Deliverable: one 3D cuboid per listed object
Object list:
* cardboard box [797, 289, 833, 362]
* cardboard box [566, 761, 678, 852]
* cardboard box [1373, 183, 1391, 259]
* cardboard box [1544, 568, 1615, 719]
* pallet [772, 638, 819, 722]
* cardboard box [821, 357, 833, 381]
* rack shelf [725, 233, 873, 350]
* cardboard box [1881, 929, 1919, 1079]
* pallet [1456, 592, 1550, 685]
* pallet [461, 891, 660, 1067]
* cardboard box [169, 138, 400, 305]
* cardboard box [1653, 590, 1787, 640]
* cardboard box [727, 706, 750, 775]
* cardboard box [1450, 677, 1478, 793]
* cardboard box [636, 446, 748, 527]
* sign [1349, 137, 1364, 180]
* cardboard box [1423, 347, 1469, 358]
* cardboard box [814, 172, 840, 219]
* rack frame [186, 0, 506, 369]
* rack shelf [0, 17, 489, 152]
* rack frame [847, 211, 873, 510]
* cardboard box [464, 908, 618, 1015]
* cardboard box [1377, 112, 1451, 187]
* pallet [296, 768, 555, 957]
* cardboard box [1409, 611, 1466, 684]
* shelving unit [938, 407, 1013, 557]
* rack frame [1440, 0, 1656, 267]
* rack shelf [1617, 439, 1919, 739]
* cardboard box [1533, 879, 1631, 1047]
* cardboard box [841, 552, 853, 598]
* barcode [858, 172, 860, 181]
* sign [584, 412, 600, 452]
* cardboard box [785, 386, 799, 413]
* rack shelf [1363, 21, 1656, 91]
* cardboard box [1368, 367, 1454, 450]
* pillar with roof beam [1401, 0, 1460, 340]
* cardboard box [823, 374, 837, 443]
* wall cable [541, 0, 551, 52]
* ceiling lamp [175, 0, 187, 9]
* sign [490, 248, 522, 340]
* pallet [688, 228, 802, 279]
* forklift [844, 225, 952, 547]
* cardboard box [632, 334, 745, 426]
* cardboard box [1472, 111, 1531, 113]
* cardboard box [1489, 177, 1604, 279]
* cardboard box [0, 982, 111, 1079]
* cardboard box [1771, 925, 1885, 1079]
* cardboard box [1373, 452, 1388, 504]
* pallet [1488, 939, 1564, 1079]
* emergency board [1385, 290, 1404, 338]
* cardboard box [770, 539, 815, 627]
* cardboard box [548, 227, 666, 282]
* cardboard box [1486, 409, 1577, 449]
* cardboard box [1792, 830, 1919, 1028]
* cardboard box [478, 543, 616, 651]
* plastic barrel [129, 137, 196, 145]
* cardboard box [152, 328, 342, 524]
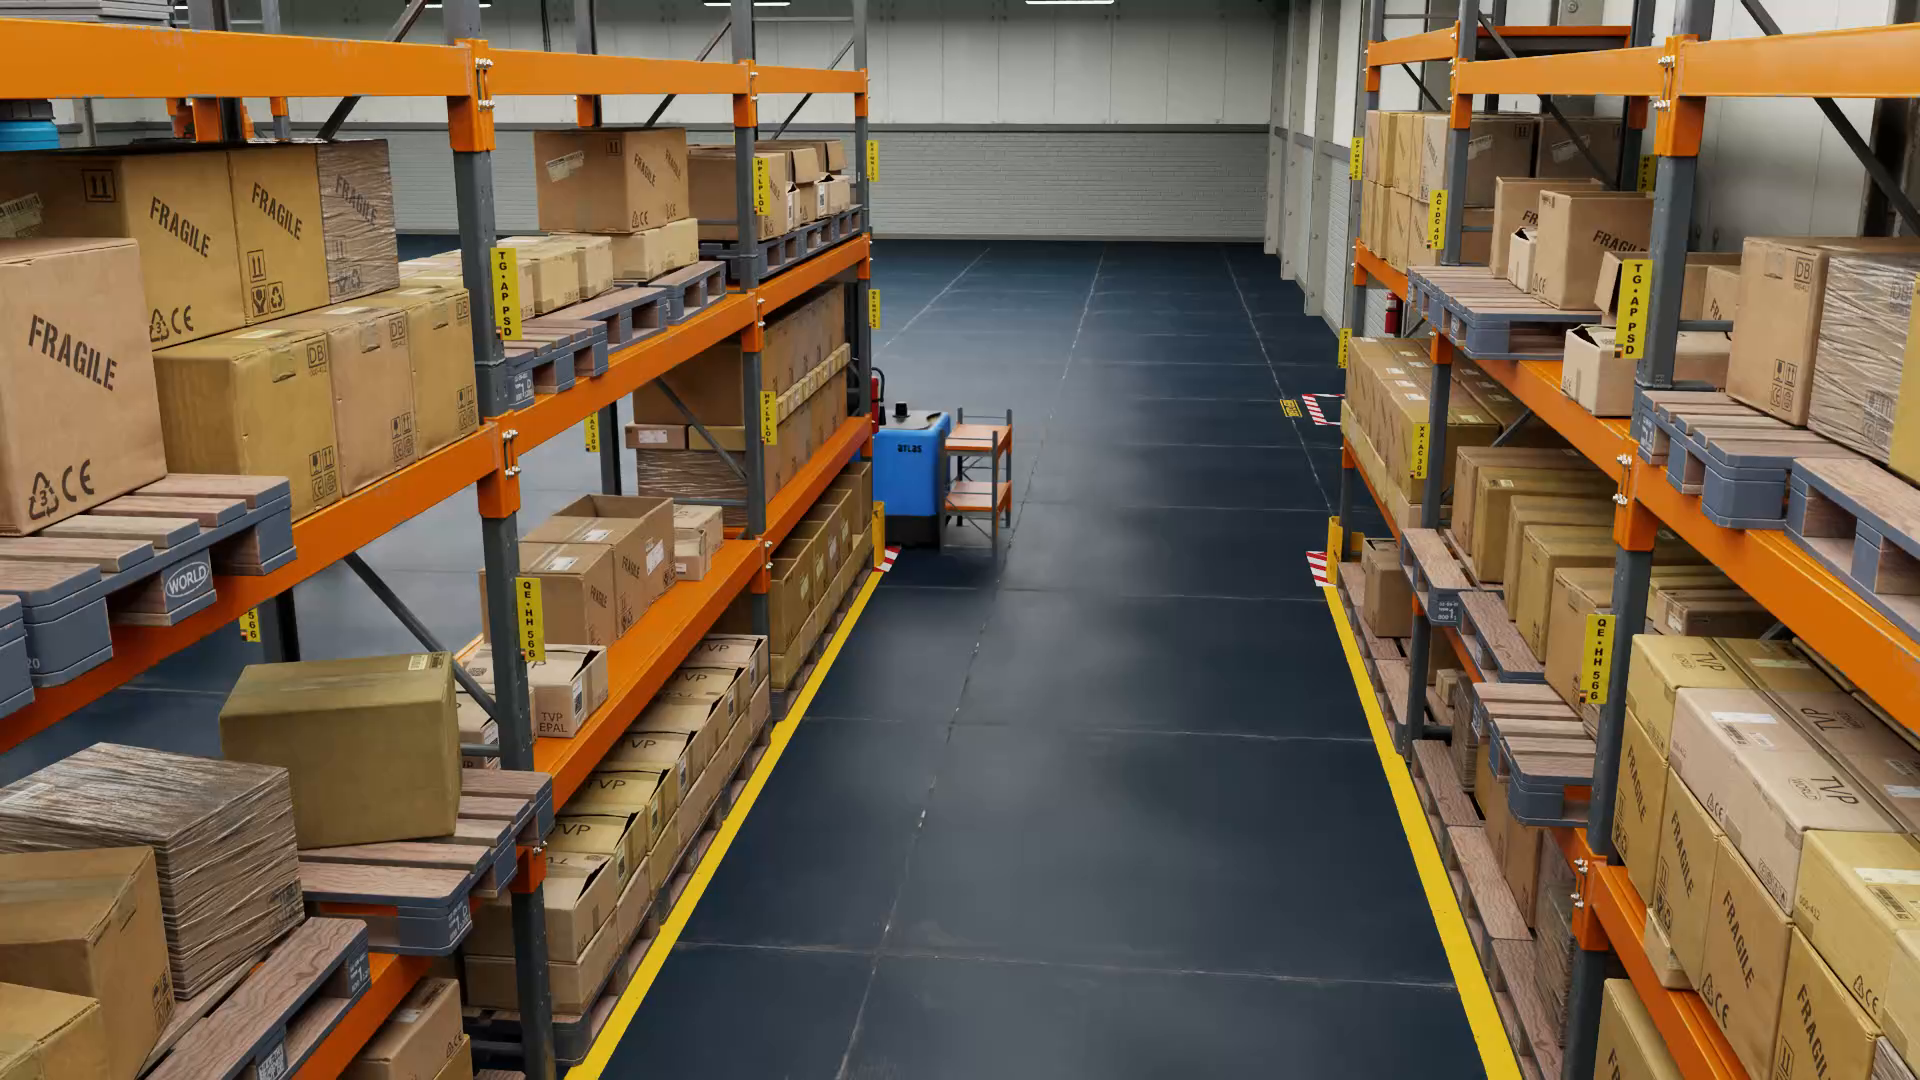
[{"bbox_3d":[-1.377,-1.672,12.920,0.700,0.500,0.500,1,15,5],"label":"cardboard box"},{"bbox_3d":[-1.693,1.265,8.127,0.500,0.311,0.500,1,15,5],"label":"cardboard box"},{"bbox_3d":[3.234,-2.277,11.859,0.500,0.500,0.500,2,15,9],"label":"cardboard box"},{"bbox_3d":[2.847,0.423,6.816,0.700,0.500,0.500,0,15,1],"label":"cardboard box"},{"bbox_3d":[-1.572,0.910,11.391,1.003,0.211,1.213,2,15,6],"label":"pallet"},{"bbox_3d":[-1.193,-1.325,12.882,0.380,0.149,0.250,2,15,7],"label":"cardboard box"},{"bbox_3d":[-1.478,-1.850,11.889,1.077,0.370,4.000,2,15,6],"label":"rack shelf"},{"bbox_3d":[2.240,1.032,3.361,0.500,0.250,0.500,2,15,7],"label":"cardboard box"},{"bbox_3d":[2.950,0.530,7.824,1.003,0.211,1.213,2,15,6],"label":"pallet"},{"bbox_3d":[-2.023,1.941,7.581,1.003,0.211,1.213,2,15,6],"label":"pallet"},{"bbox_3d":[-2.210,-1.059,5.479,0.500,0.500,0.500,2,15,6],"label":"cardboard box"},{"bbox_3d":[2.777,0.288,6.075,0.380,0.149,0.250,0,15,-1],"label":"cardboard box"},{"bbox_3d":[-1.521,1.141,9.658,0.500,0.250,0.500,1,15,5],"label":"cardboard box"},{"bbox_3d":[3.153,1.100,9.293,0.700,0.500,0.500,2,15,8],"label":"cardboard box"},{"bbox_3d":[-1.660,-0.394,10.682,0.700,0.500,0.500,1,15,5],"label":"cardboard box"},{"bbox_3d":[3.131,-3.009,13.122,0.100,0.325,0.005,2,15,6],"label":"sign"},{"bbox_3d":[3.762,-1.164,12.531,0.500,0.500,0.500,2,15,7],"label":"cardboard box"},{"bbox_3d":[-1.183,-2.493,11.985,0.500,0.311,0.500,4,16,13],"label":"cardboard box"},{"bbox_3d":[-2.155,-2.089,5.649,1.000,3.000,0.127,2,15,6],"label":"rack frame"},{"bbox_3d":[-2.380,-1.030,3.876,1.077,0.370,4.000,2,15,6],"label":"rack shelf"},{"bbox_3d":[-1.252,-1.268,14.105,1.000,3.000,0.127,2,15,6],"label":"rack frame"},{"bbox_3d":[-1.804,1.804,7.206,0.500,0.250,0.500,2,15,6],"label":"cardboard box"},{"bbox_3d":[3.232,-2.757,11.720,0.500,0.500,0.500,2,15,8],"label":"cardboard box"},{"bbox_3d":[-2.162,1.077,5.799,1.213,0.211,1.003,2,15,6],"label":"pallet"},{"bbox_3d":[3.296,0.638,11.001,0.500,0.500,0.500,1,15,2],"label":"cardboard box"},{"bbox_3d":[0.150,-0.537,14.992,0.538,1.125,1.048,2,15,8],"label":"shelving unit"},{"bbox_3d":[3.219,-2.982,8.949,1.000,3.000,0.127,2,15,6],"label":"rack frame"},{"bbox_3d":[2.542,0.370,3.680,1.077,0.370,4.000,2,15,6],"label":"rack shelf"},{"bbox_3d":[2.797,1.758,6.861,0.700,0.500,0.500,2,15,7],"label":"cardboard box"},{"bbox_3d":[-1.118,0.264,12.902,0.500,0.250,0.500,2,15,6],"label":"cardboard box"},{"bbox_3d":[-0.807,-2.904,13.296,0.001,0.075,0.075,2,15,6],"label":"barcode"},{"bbox_3d":[-2.255,-0.703,10.204,0.100,0.325,0.005,2,15,6],"label":"sign"},{"bbox_3d":[-1.339,-0.990,11.644,0.380,0.149,0.250,1,15,5],"label":"cardboard box"},{"bbox_3d":[3.445,-3.152,10.962,1.077,0.370,4.000,2,15,6],"label":"rack shelf"},{"bbox_3d":[3.141,-0.911,11.599,0.500,0.500,0.500,2,15,8],"label":"cardboard box"},{"bbox_3d":[0.850,-5.495,18.244,9.100,9.000,0.400,2,15,6],"label":"pillar with roof beam"},{"bbox_3d":[-1.372,-1.059,13.141,0.700,0.500,0.500,2,15,8],"label":"cardboard box"},{"bbox_3d":[-12.385,-14.604,45.415,2.305,6.003,0.169,2,15,6],"label":"wall cable"},{"bbox_3d":[-19.180,-14.196,39.241,2.000,3.185,0.800,2,15,6],"label":"ceiling lamp"},{"bbox_3d":[-1.616,-0.874,5.912,0.100,0.325,0.005,2,15,6],"label":"sign"},{"bbox_3d":[-1.633,-1.858,10.709,1.003,0.211,1.213,2,15,6],"label":"pallet"},{"bbox_3d":[-1.635,-1.511,15.137,3.031,2.935,1.130,2,15,8],"label":"forklift"},{"bbox_3d":[-1.660,-1.020,10.512,0.700,0.500,0.500,2,15,7],"label":"cardboard box"},{"bbox_3d":[3.831,-2.850,12.065,0.500,0.500,0.500,3,15,10],"label":"cardboard box"},{"bbox_3d":[3.078,-1.645,8.757,0.500,0.500,0.500,4,16,14],"label":"cardboard box"},{"bbox_3d":[-2.316,1.297,3.624,0.700,0.500,0.500,4,16,15],"label":"cardboard box"},{"bbox_3d":[2.282,1.268,3.926,0.500,0.500,0.500,2,15,8],"label":"cardboard box"},{"bbox_3d":[3.077,-0.415,11.198,0.500,0.250,0.500,2,15,6],"label":"cardboard box"},{"bbox_3d":[2.857,2.095,7.009,1.003,0.211,1.213,2,15,6],"label":"pallet"},{"bbox_3d":[5.445,-3.112,20.925,0.194,1.169,0.643,2,15,6],"label":"emergency board"},{"bbox_3d":[-1.291,0.291,11.366,0.500,0.500,0.500,2,15,6],"label":"cardboard box"},{"bbox_3d":[-1.842,-1.507,8.725,0.500,0.250,0.500,0,15,1],"label":"cardboard box"},{"bbox_3d":[3.480,-0.501,10.079,0.500,0.500,0.500,1,15,5],"label":"cardboard box"},{"bbox_3d":[2.297,0.900,3.850,0.500,0.250,0.500,1,15,5],"label":"cardboard box"},{"bbox_3d":[-1.982,0.323,8.030,0.500,0.500,0.500,1,15,3],"label":"cardboard box"},{"bbox_3d":[-6.176,-2.857,13.070,0.600,0.588,0.600,0,15,0],"label":"plastic barrel"},{"bbox_3d":[-2.287,-0.308,4.617,0.910,0.500,0.500,2,15,6],"label":"cardboard box"}]
